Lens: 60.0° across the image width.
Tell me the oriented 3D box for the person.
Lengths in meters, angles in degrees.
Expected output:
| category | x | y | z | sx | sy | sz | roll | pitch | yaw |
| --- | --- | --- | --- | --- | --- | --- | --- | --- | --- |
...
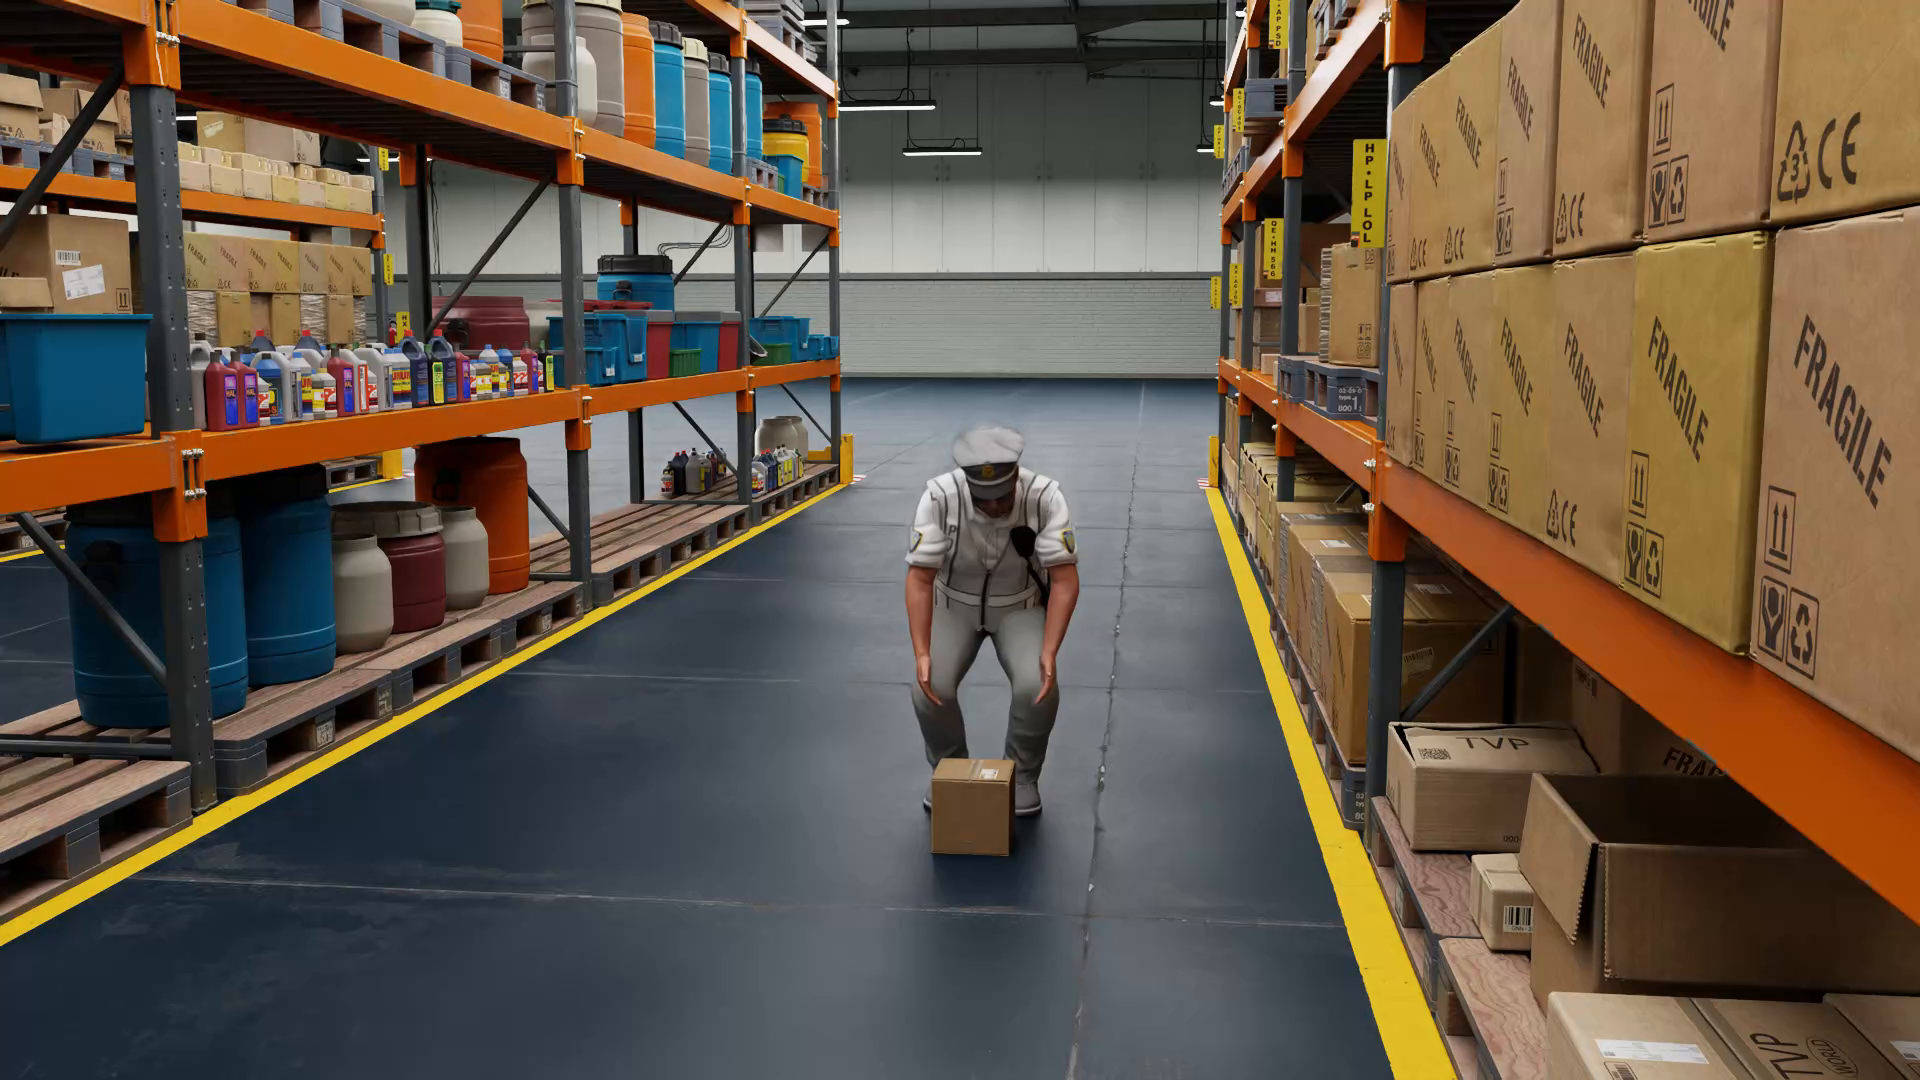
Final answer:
| category | x | y | z | sx | sy | sz | roll | pitch | yaw |
| --- | --- | --- | --- | --- | --- | --- | --- | --- | --- |
| person | 0.119 | 0.275 | 5.741 | 0.589 | 1.351 | 0.841 | 1 | 8 | 6 |
